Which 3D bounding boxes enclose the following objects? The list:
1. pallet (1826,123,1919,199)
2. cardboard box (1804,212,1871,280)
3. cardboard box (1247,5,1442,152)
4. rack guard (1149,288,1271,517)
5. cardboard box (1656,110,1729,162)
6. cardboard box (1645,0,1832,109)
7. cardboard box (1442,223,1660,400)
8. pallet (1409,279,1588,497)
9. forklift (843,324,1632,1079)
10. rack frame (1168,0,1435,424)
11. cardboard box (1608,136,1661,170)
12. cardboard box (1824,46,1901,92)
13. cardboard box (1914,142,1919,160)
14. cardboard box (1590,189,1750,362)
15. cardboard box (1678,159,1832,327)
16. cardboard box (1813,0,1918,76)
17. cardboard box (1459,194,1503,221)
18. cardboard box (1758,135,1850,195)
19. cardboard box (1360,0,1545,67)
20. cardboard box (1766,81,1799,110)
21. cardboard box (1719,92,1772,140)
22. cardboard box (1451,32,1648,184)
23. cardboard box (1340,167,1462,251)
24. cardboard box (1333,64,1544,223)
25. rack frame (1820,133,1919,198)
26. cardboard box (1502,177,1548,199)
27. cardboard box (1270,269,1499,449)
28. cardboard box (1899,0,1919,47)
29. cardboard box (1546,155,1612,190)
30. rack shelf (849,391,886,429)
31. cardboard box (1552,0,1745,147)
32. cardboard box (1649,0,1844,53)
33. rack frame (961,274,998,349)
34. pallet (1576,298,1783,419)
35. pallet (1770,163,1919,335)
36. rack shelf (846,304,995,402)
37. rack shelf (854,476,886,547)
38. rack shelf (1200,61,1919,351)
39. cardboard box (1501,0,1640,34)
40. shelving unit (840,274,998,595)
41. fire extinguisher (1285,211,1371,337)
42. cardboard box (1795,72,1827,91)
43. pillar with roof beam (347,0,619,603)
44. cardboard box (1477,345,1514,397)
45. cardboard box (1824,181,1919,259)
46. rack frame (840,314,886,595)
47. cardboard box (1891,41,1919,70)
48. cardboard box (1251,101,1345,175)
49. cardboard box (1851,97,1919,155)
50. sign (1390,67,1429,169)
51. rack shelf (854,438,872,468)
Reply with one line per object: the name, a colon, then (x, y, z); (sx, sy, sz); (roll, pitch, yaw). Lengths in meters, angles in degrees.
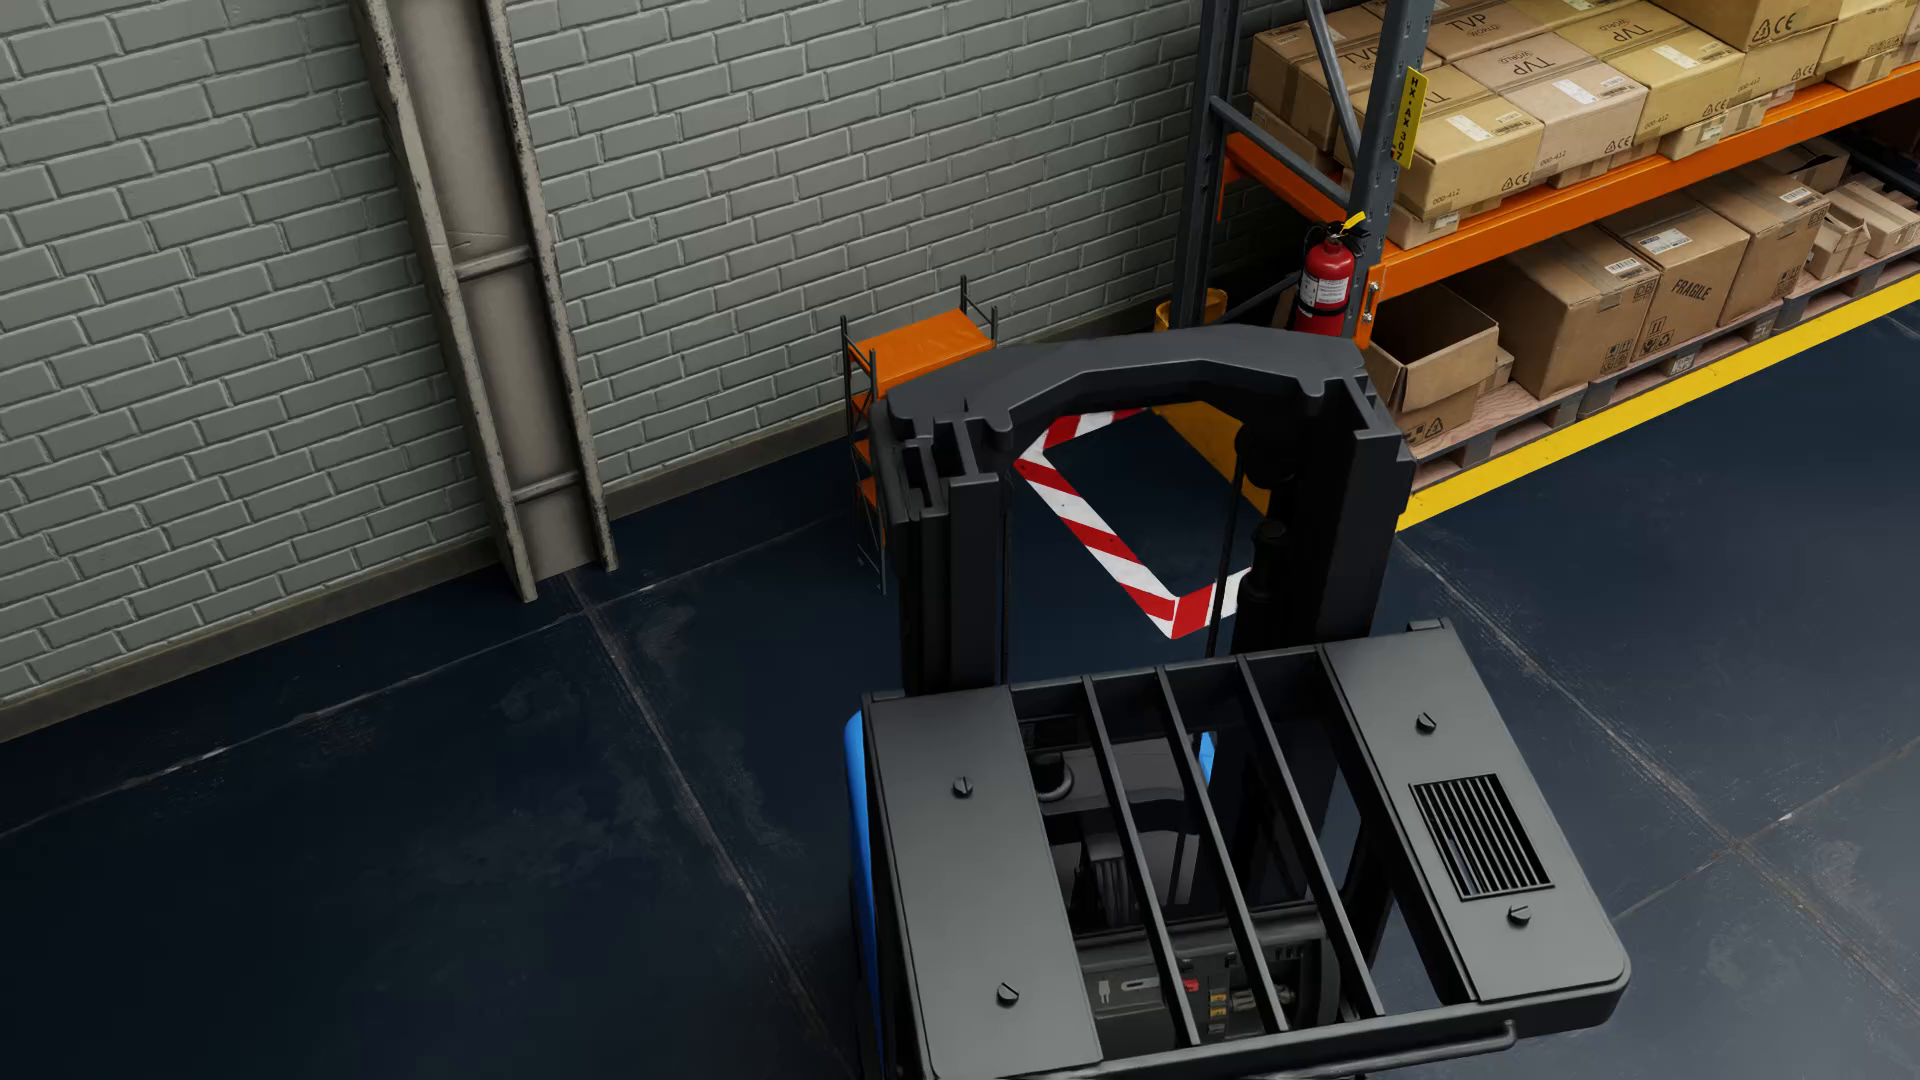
pallet: (5.334, -2.073, 8.735); (1.213, 0.211, 1.003); (-22, 48, -21)
cardboard box: (4.001, -1.444, 7.746); (0.258, 0.266, 0.396); (-20, 48, -20)
cardboard box: (1.446, -1.754, 6.298); (0.500, 0.250, 0.500); (-20, 48, -20)
rack guard: (1.245, -0.511, 6.917); (0.348, 0.500, 1.175); (-22, 48, -21)
cardboard box: (2.743, -1.656, 6.483); (0.250, 0.149, 0.380); (-23, 49, -22)
cardboard box: (3.015, -1.972, 6.522); (0.500, 0.250, 0.500); (-23, 49, -22)
cardboard box: (2.518, -1.063, 7.185); (0.500, 0.500, 0.700); (-20, 48, -19)
pallet: (1.936, -0.684, 7.303); (1.213, 0.211, 1.003); (-22, 48, -21)
forklift: (0.411, 1.150, 3.460); (1.130, 2.935, 3.031); (-7, 45, -7)
rack frame: (1.179, -1.381, 6.019); (0.127, 3.000, 1.000); (-22, 48, -21)
cardboard box: (2.486, -1.614, 6.440); (0.250, 0.149, 0.380); (-21, 48, -20)
cardboard box: (3.620, -2.027, 6.866); (0.250, 0.149, 0.380); (-22, 48, -22)
cardboard box: (5.179, -2.055, 8.207); (0.500, 0.500, 0.500); (-20, 48, -19)
cardboard box: (3.026, -1.186, 7.312); (0.500, 0.500, 0.500); (-21, 48, -20)
cardboard box: (3.418, -1.423, 7.556); (0.500, 0.500, 0.700); (-24, 49, -22)
cardboard box: (3.462, -2.150, 6.706); (0.500, 0.250, 0.500); (-22, 48, -21)
cardboard box: (1.799, -1.356, 6.173); (0.250, 0.149, 0.380); (-21, 48, -20)
cardboard box: (3.957, -1.868, 8.150); (0.500, 0.311, 0.500); (-20, 48, -20)
cardboard box: (1.894, -1.932, 6.481); (0.500, 0.250, 0.500); (-22, 48, -21)
cardboard box: (3.150, -1.891, 6.725); (0.250, 0.149, 0.380); (-22, 48, -21)
cardboard box: (2.961, -1.760, 6.590); (0.250, 0.149, 0.380); (-21, 48, -20)
cardboard box: (2.144, -1.604, 6.143); (0.500, 0.250, 0.500); (-21, 48, -21)
cardboard box: (1.601, -1.239, 6.054); (0.250, 0.149, 0.380); (-22, 48, -21)
cardboard box: (1.707, -1.429, 5.963); (0.500, 0.250, 0.500); (-22, 48, -21)
rack frame: (4.648, -2.769, 7.449); (0.127, 3.000, 1.000); (-22, 48, -21)
cardboard box: (2.009, -1.468, 6.289); (0.250, 0.149, 0.380); (-22, 48, -21)
cardboard box: (1.757, -0.791, 6.902); (0.637, 0.503, 0.797); (-24, 49, -22)
cardboard box: (3.901, -2.315, 6.876); (0.500, 0.250, 0.500); (-22, 48, -21)
cardboard box: (2.259, -1.518, 6.341); (0.250, 0.149, 0.380); (-20, 48, -20)
rack shelf: (-0.144, -0.485, 6.164); (0.480, 0.148, 0.258); (-22, 48, -21)
cardboard box: (2.582, -1.782, 6.326); (0.500, 0.250, 0.500); (-23, 49, -22)
cardboard box: (3.007, -2.219, 6.238); (0.500, 0.500, 0.500); (-21, 48, -20)
rack frame: (0.068, -0.458, 6.360); (0.015, 1.200, 0.240); (-22, 48, -21)
pallet: (2.993, -1.104, 7.737); (1.213, 0.211, 1.003); (-22, 48, -21)
pallet: (4.052, -1.531, 8.176); (1.213, 0.211, 1.003); (-22, 48, -21)
rack shelf: (-0.144, -0.655, 5.999); (0.480, 0.148, 0.258); (-22, 48, -21)
rack shelf: (-0.144, -0.182, 6.458); (0.480, 0.148, 0.258); (-22, 48, -21)
rack shelf: (2.914, -1.817, 6.985); (4.000, 0.370, 1.077); (-22, 48, -21)
cardboard box: (2.325, -2.101, 6.655); (0.500, 0.250, 0.500); (-20, 48, -20)
shelving unit: (-0.144, -0.373, 6.273); (0.503, 1.200, 0.258); (-22, 48, -21)
fire extinguisher: (1.282, -0.890, 5.836); (0.183, 0.674, 0.296); (-22, 48, -21)
cardboard box: (3.341, -2.005, 6.843); (0.250, 0.149, 0.380); (-21, 48, -20)
pillar with roof beam: (0.537, -0.543, 0.848); (0.400, 9.000, 9.100); (-22, 48, -21)
cardboard box: (2.145, -0.788, 7.153); (0.250, 0.149, 0.380); (-24, 49, -22)
cardboard box: (4.311, -1.526, 7.914); (0.250, 0.149, 0.380); (-23, 49, -22)
rack frame: (-0.355, -0.288, 6.186); (0.015, 1.200, 0.240); (-22, 48, -21)
cardboard box: (3.828, -2.133, 6.974); (0.250, 0.149, 0.380); (-21, 48, -20)
cardboard box: (1.333, -1.568, 6.392); (0.250, 0.149, 0.380); (-22, 48, -21)
cardboard box: (4.926, -2.372, 8.533); (0.500, 0.500, 0.500); (-22, 48, -21)
sign: (1.450, -1.364, 5.380); (0.005, 0.325, 0.100); (-22, 48, -21)
rack shelf: (-0.144, -0.325, 6.320); (0.480, 0.148, 0.258); (-22, 48, -21)
